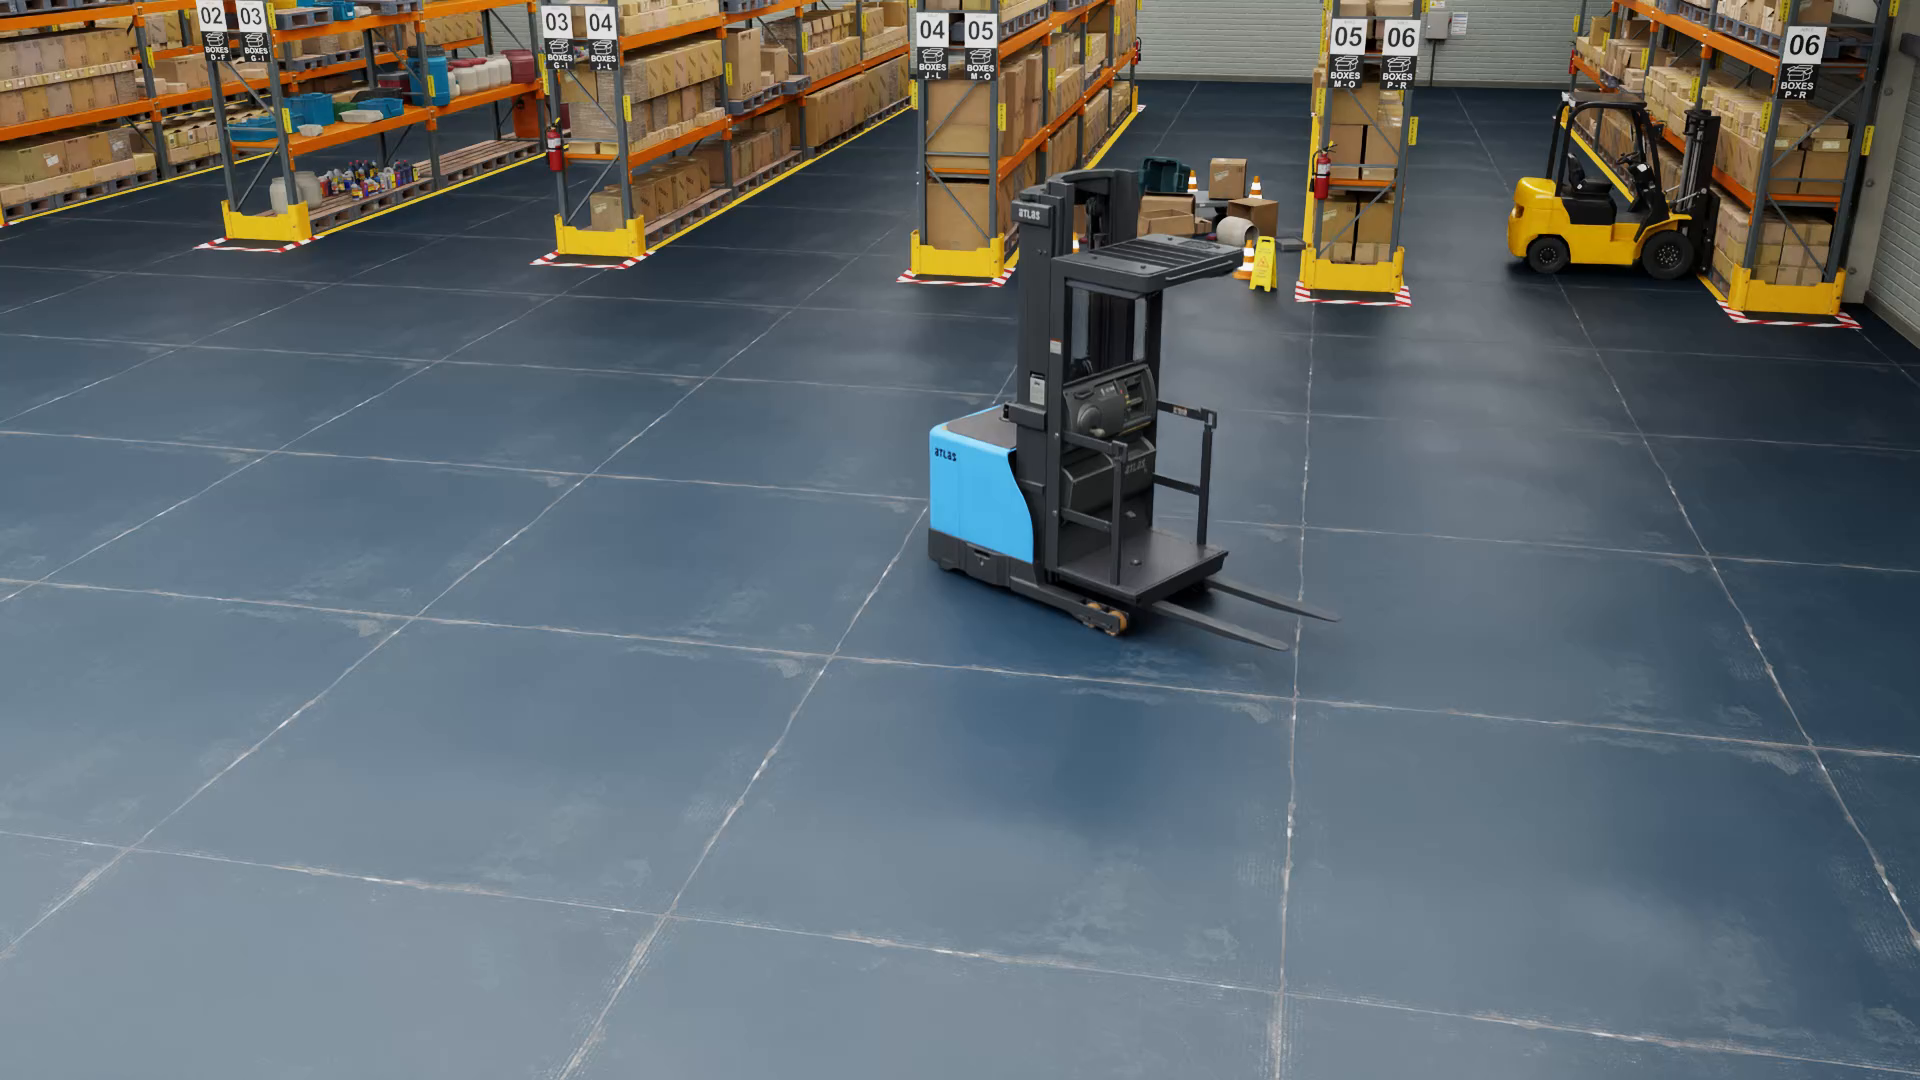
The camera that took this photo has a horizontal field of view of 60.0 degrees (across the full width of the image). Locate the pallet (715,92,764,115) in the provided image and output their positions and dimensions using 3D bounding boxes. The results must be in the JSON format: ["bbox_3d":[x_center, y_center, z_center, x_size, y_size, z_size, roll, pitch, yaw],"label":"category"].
[{"bbox_3d":[-3.747,-6.895,26.215,1.003,0.211,1.213,4,22,11],"label":"pallet"}]

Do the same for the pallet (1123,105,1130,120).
[{"bbox_3d":[3.023,-9.073,35.100,1.003,0.211,1.213,4,22,11],"label":"pallet"}]

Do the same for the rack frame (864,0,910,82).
[{"bbox_3d":[-1.596,-11.104,36.410,1.000,3.000,0.127,4,22,11],"label":"rack frame"}]

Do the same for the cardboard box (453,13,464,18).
[{"bbox_3d":[-11.319,-11.812,36.696,0.500,0.500,0.500,5,22,12],"label":"cardboard box"}]

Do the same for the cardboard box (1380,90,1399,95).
[{"bbox_3d":[5.809,-5.963,23.112,0.500,0.500,0.500,4,22,10],"label":"cardboard box"}]

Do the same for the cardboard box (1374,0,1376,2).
[{"bbox_3d":[5.608,-7.090,21.697,0.380,0.149,0.250,4,22,10],"label":"cardboard box"}]

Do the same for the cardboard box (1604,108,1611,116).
[{"bbox_3d":[11.815,-7.734,29.958,0.380,0.149,0.250,6,23,13],"label":"cardboard box"}]

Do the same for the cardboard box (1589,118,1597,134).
[{"bbox_3d":[12.048,-7.792,31.284,0.396,0.266,0.258,5,23,13],"label":"cardboard box"}]

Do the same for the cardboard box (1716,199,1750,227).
[{"bbox_3d":[9.681,-4.068,20.719,0.500,0.250,0.500,5,22,12],"label":"cardboard box"}]

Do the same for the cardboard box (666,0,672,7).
[{"bbox_3d":[-4.234,-7.507,23.130,0.380,0.149,0.250,4,22,9],"label":"cardboard box"}]

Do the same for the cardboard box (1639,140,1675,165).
[{"bbox_3d":[11.192,-5.912,26.135,0.875,0.625,0.625,5,23,13],"label":"cardboard box"}]

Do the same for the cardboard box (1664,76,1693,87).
[{"bbox_3d":[10.726,-6.826,24.786,0.380,0.149,0.250,5,22,12],"label":"cardboard box"}]

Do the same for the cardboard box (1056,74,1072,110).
[{"bbox_3d":[1.471,-7.072,26.263,0.500,0.500,0.500,5,22,12],"label":"cardboard box"}]

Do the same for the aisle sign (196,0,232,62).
[{"bbox_3d":[-10.015,-6.832,22.323,0.394,0.787,0.004,4,22,11],"label":"aisle sign"}]

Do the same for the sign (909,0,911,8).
[{"bbox_3d":[-1.068,-11.705,36.034,0.100,0.325,0.005,4,22,11],"label":"sign"}]

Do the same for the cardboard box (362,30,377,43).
[{"bbox_3d":[-12.425,-10.483,34.171,0.700,0.500,0.500,-3,22,-7],"label":"cardboard box"}]

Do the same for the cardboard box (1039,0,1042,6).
[{"bbox_3d":[0.926,-7.472,23.016,0.380,0.149,0.250,5,22,12],"label":"cardboard box"}]

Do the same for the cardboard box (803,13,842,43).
[{"bbox_3d":[-2.686,-9.669,31.369,0.797,0.503,0.637,5,22,12],"label":"cardboard box"}]

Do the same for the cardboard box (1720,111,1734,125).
[{"bbox_3d":[9.905,-5.368,21.164,0.380,0.149,0.250,4,22,9],"label":"cardboard box"}]

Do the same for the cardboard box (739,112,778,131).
[{"bbox_3d":[-3.434,-7.129,28.292,0.500,0.250,0.500,7,23,17],"label":"cardboard box"}]

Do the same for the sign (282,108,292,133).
[{"bbox_3d":[-9.172,-5.715,22.658,0.100,0.325,0.005,4,22,11],"label":"sign"}]

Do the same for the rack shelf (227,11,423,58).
[{"bbox_3d":[-9.302,-7.419,24.208,1.077,0.370,4.000,4,22,11],"label":"rack shelf"}]

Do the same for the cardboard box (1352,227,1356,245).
[{"bbox_3d":[5.486,-4.077,22.080,0.500,0.250,0.500,6,23,15],"label":"cardboard box"}]

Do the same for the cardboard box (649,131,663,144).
[{"bbox_3d":[-4.346,-5.586,23.045,0.380,0.149,0.250,4,22,11],"label":"cardboard box"}]

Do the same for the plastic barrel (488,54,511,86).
[{"bbox_3d":[-8.078,-8.215,29.087,0.421,0.512,0.421,0,22,0],"label":"plastic barrel"}]

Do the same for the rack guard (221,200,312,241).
[{"bbox_3d":[-9.741,-4.502,23.363,1.175,0.500,0.348,4,22,11],"label":"rack guard"}]

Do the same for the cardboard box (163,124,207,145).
[{"bbox_3d":[-13.307,-6.966,28.503,0.500,0.311,0.500,4,22,10],"label":"cardboard box"}]

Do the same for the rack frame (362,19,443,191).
[{"bbox_3d":[-8.894,-7.093,26.450,1.000,3.000,0.127,4,22,11],"label":"rack frame"}]

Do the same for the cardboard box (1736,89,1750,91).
[{"bbox_3d":[10.956,-6.228,23.300,0.380,0.149,0.250,4,22,11],"label":"cardboard box"}]

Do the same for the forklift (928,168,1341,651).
[{"bbox_3d":[1.183,-0.931,11.243,3.031,2.935,1.130,19,29,39],"label":"forklift"}]

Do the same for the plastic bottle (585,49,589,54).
[{"bbox_3d":[-7.230,-9.425,32.407,0.152,0.276,0.135,4,22,11],"label":"plastic bottle"}]

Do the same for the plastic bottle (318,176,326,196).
[{"bbox_3d":[-9.686,-5.366,25.219,0.152,0.276,0.135,5,22,11],"label":"plastic bottle"}]

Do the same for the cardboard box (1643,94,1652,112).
[{"bbox_3d":[11.003,-6.833,26.005,0.500,0.250,0.500,5,22,11],"label":"cardboard box"}]

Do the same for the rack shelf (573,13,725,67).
[{"bbox_3d":[-4.453,-7.042,23.271,1.077,0.370,4.000,4,22,11],"label":"rack shelf"}]

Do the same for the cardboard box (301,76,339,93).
[{"bbox_3d":[-12.753,-9.083,33.144,0.500,0.250,0.500,4,22,10],"label":"cardboard box"}]

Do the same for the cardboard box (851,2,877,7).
[{"bbox_3d":[-2.061,-11.183,35.403,0.500,0.500,0.500,4,22,10],"label":"cardboard box"}]

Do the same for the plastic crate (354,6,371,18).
[{"bbox_3d":[-8.825,-7.744,24.405,0.243,0.136,0.396,4,22,11],"label":"plastic crate"}]

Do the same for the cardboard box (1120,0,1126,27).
[{"bbox_3d":[2.977,-10.393,32.775,0.500,0.500,0.500,5,22,12],"label":"cardboard box"}]

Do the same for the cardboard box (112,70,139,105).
[{"bbox_3d":[-13.826,-7.356,26.968,0.700,0.500,0.500,4,22,10],"label":"cardboard box"}]

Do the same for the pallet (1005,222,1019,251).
[{"bbox_3d":[0.311,-4.287,23.216,1.003,0.211,1.213,4,22,11],"label":"pallet"}]

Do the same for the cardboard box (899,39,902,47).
[{"bbox_3d":[-1.451,-10.645,35.606,0.380,0.149,0.250,5,22,11],"label":"cardboard box"}]

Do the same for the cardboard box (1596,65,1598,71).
[{"bbox_3d":[12.108,-8.816,31.064,0.380,0.149,0.250,5,22,12],"label":"cardboard box"}]

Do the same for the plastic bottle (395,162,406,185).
[{"bbox_3d":[-8.782,-5.741,26.049,0.144,0.351,0.185,3,22,8],"label":"plastic bottle"}]

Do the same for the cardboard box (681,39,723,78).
[{"bbox_3d":[-3.867,-7.178,24.791,0.500,0.500,0.500,4,22,11],"label":"cardboard box"}]

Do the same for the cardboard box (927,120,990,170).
[{"bbox_3d":[0.005,-5.046,21.167,0.875,0.550,0.550,4,22,11],"label":"cardboard box"}]

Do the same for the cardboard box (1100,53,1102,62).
[{"bbox_3d":[2.430,-8.958,30.855,0.380,0.149,0.250,4,22,11],"label":"cardboard box"}]

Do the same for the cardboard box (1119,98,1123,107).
[{"bbox_3d":[3.113,-8.909,33.815,0.380,0.149,0.250,5,22,11],"label":"cardboard box"}]

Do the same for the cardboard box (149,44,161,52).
[{"bbox_3d":[-16.873,-10.235,34.561,0.380,0.149,0.250,4,22,11],"label":"cardboard box"}]

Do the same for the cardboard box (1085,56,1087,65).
[{"bbox_3d":[2.006,-8.338,28.918,0.380,0.149,0.250,4,22,9],"label":"cardboard box"}]

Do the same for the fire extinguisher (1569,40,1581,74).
[{"bbox_3d":[12.543,-9.852,33.903,0.296,0.674,0.183,4,22,11],"label":"fire extinguisher"}]

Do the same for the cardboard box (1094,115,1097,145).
[{"bbox_3d":[2.200,-7.410,30.021,0.500,0.500,0.500,4,22,10],"label":"cardboard box"}]

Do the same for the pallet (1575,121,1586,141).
[{"bbox_3d":[12.537,-7.914,32.221,1.003,0.211,1.213,4,22,11],"label":"pallet"}]

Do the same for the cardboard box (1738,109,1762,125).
[{"bbox_3d":[9.682,-5.132,20.180,0.380,0.149,0.250,5,22,12],"label":"cardboard box"}]
